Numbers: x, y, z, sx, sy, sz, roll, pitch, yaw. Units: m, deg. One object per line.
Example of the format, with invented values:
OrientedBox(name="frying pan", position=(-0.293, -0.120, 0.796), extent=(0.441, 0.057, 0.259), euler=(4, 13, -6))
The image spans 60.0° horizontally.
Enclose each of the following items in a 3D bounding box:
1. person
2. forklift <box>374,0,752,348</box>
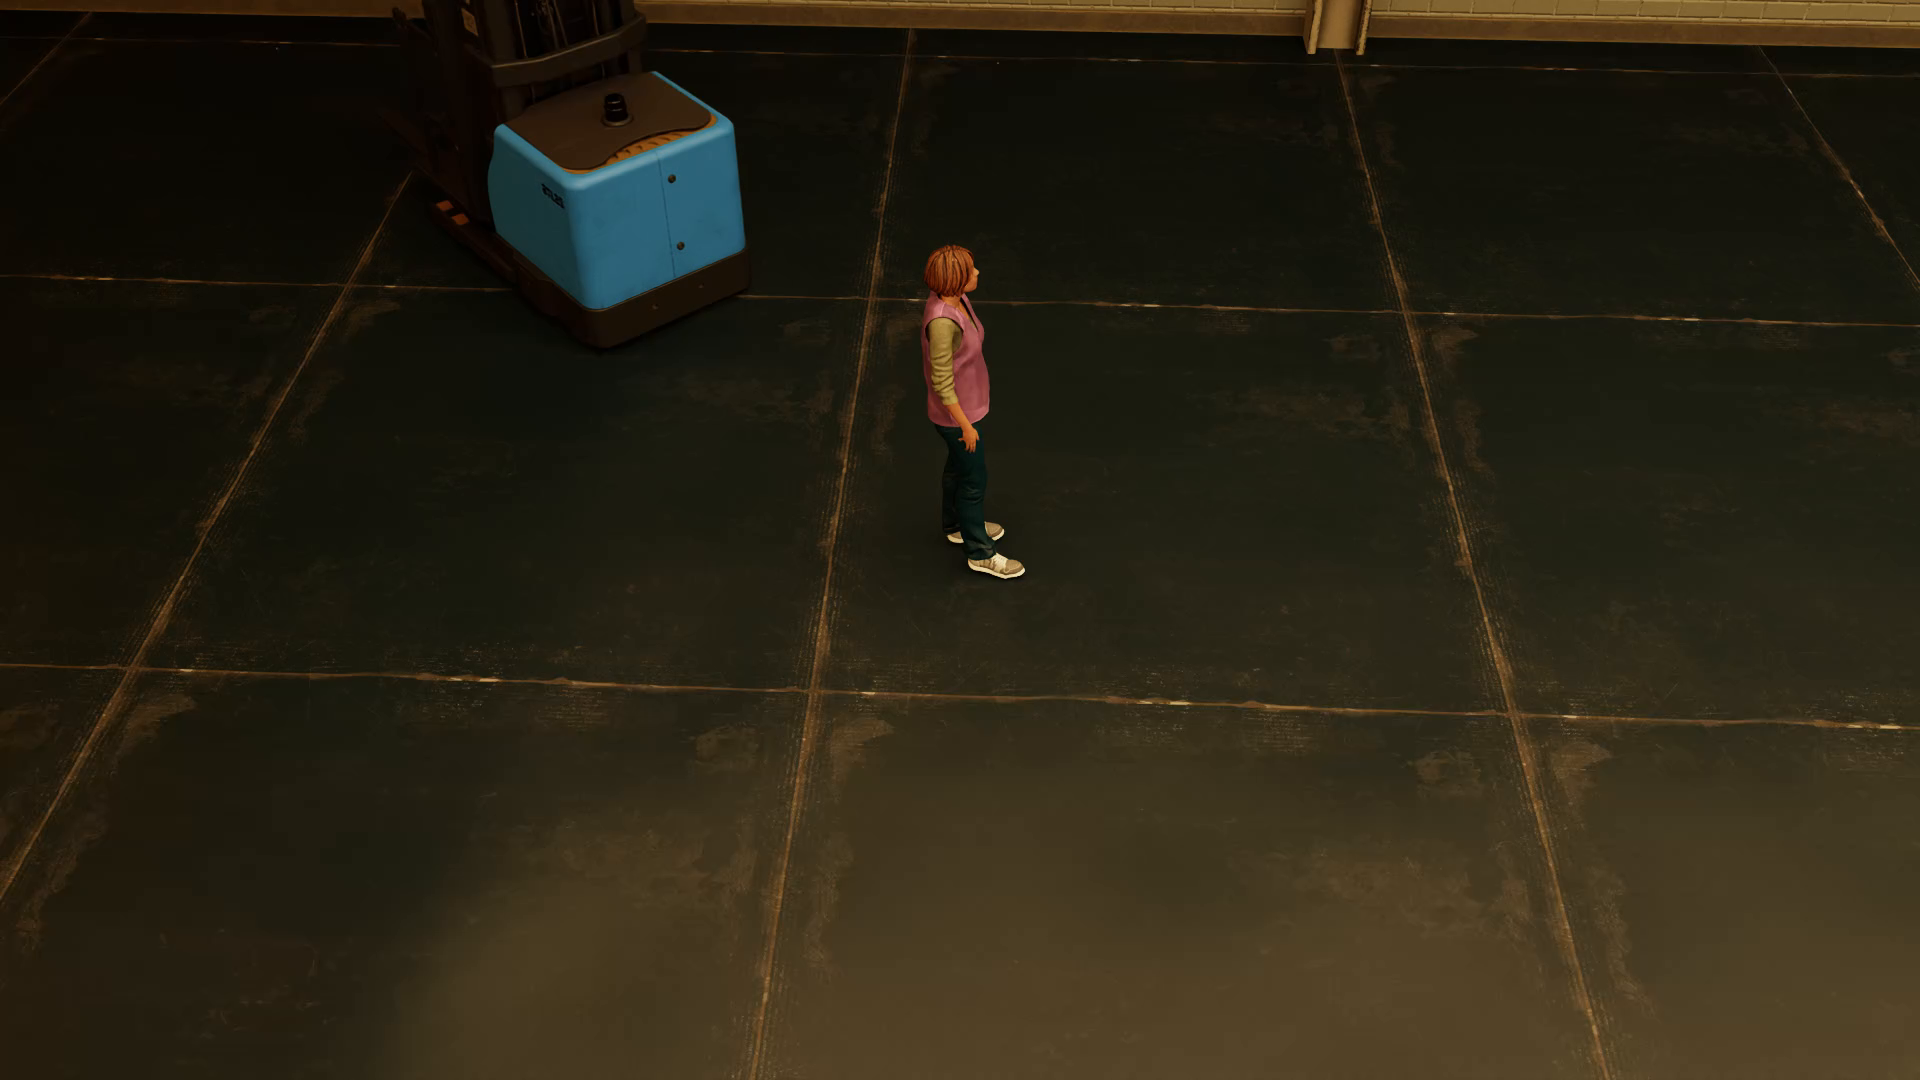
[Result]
OrientedBox(name="person", position=(0.073, -0.583, 7.360), extent=(0.475, 1.598, 0.519), euler=(2, 42, 2))
OrientedBox(name="forklift", position=(-2.509, -3.039, 9.072), extent=(1.130, 2.935, 3.031), euler=(-30, 50, -28))
